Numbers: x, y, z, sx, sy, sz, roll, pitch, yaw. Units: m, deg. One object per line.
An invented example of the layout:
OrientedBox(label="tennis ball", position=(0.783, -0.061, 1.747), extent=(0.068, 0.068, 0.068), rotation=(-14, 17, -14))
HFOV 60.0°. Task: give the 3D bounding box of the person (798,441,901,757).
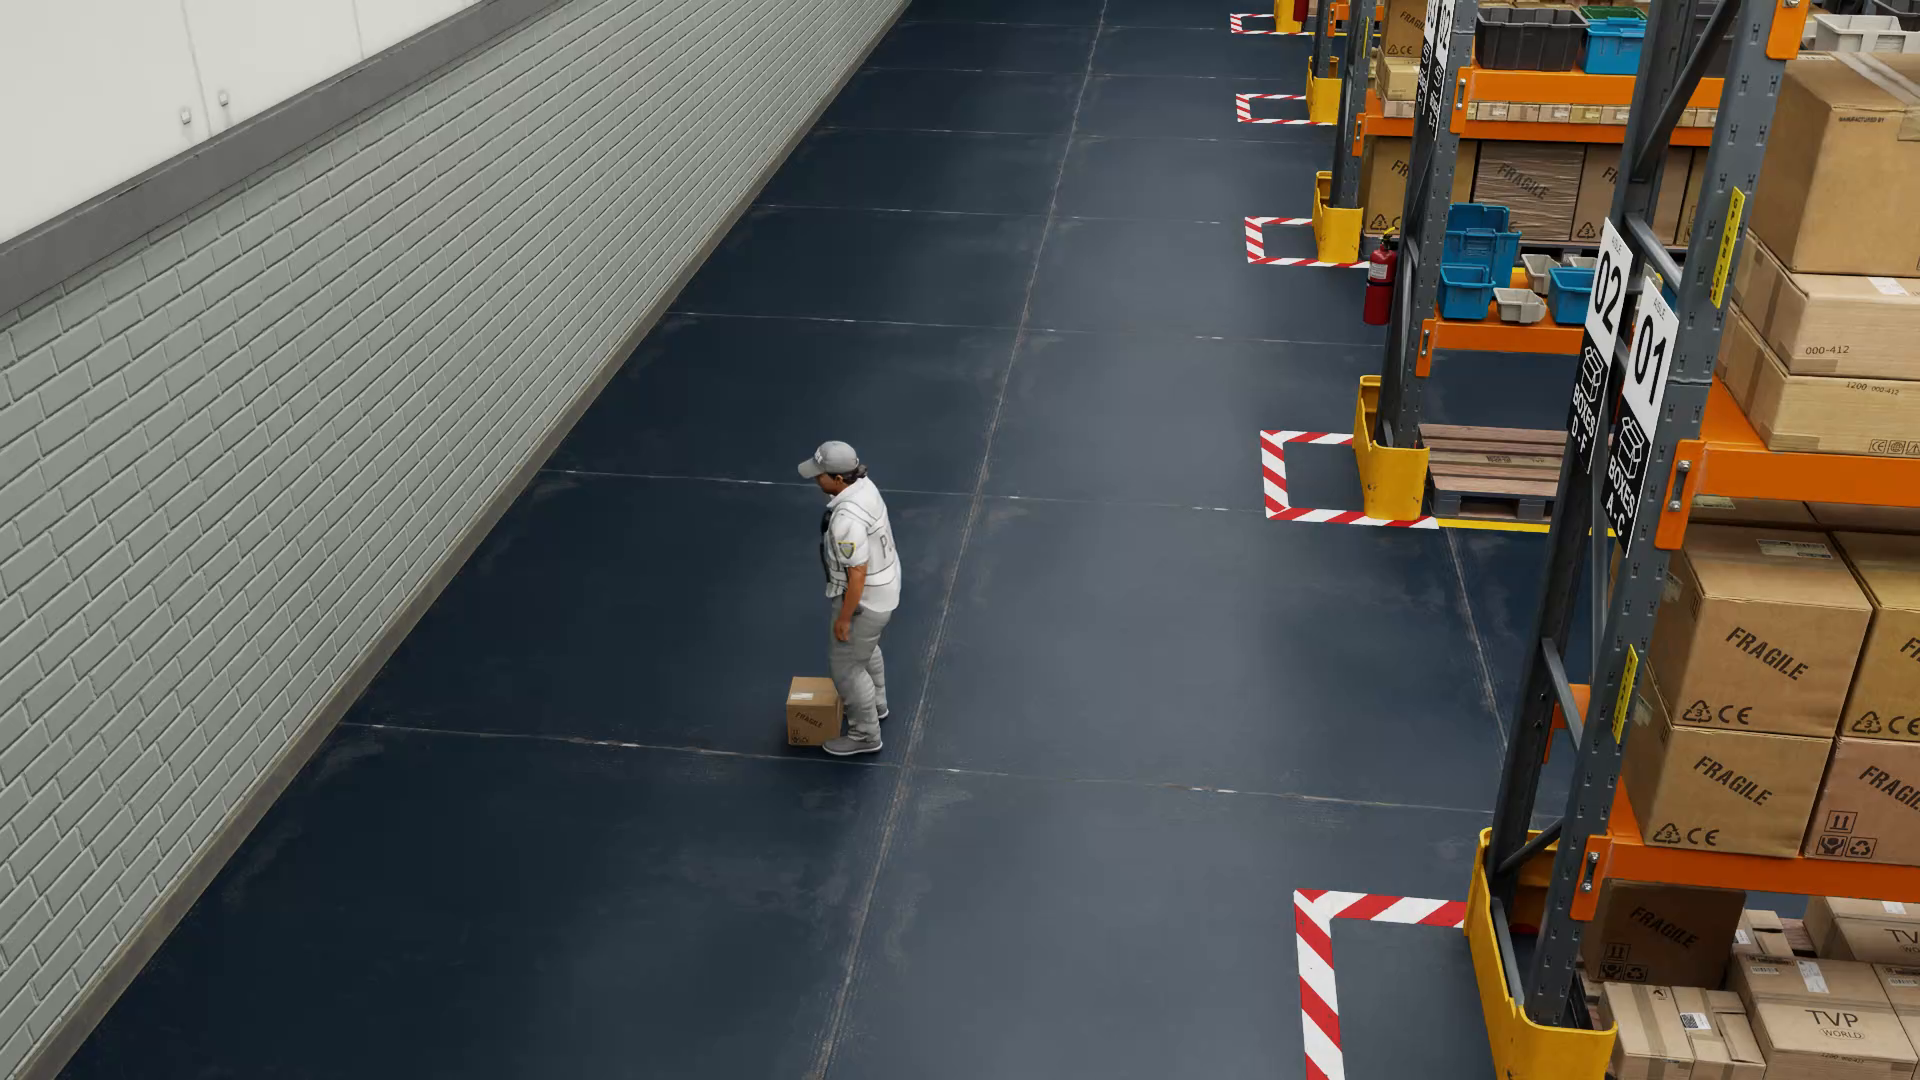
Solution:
OrientedBox(label="person", position=(-0.524, 0.265, 8.128), extent=(0.463, 1.667, 0.563), rotation=(2, 29, 4))
